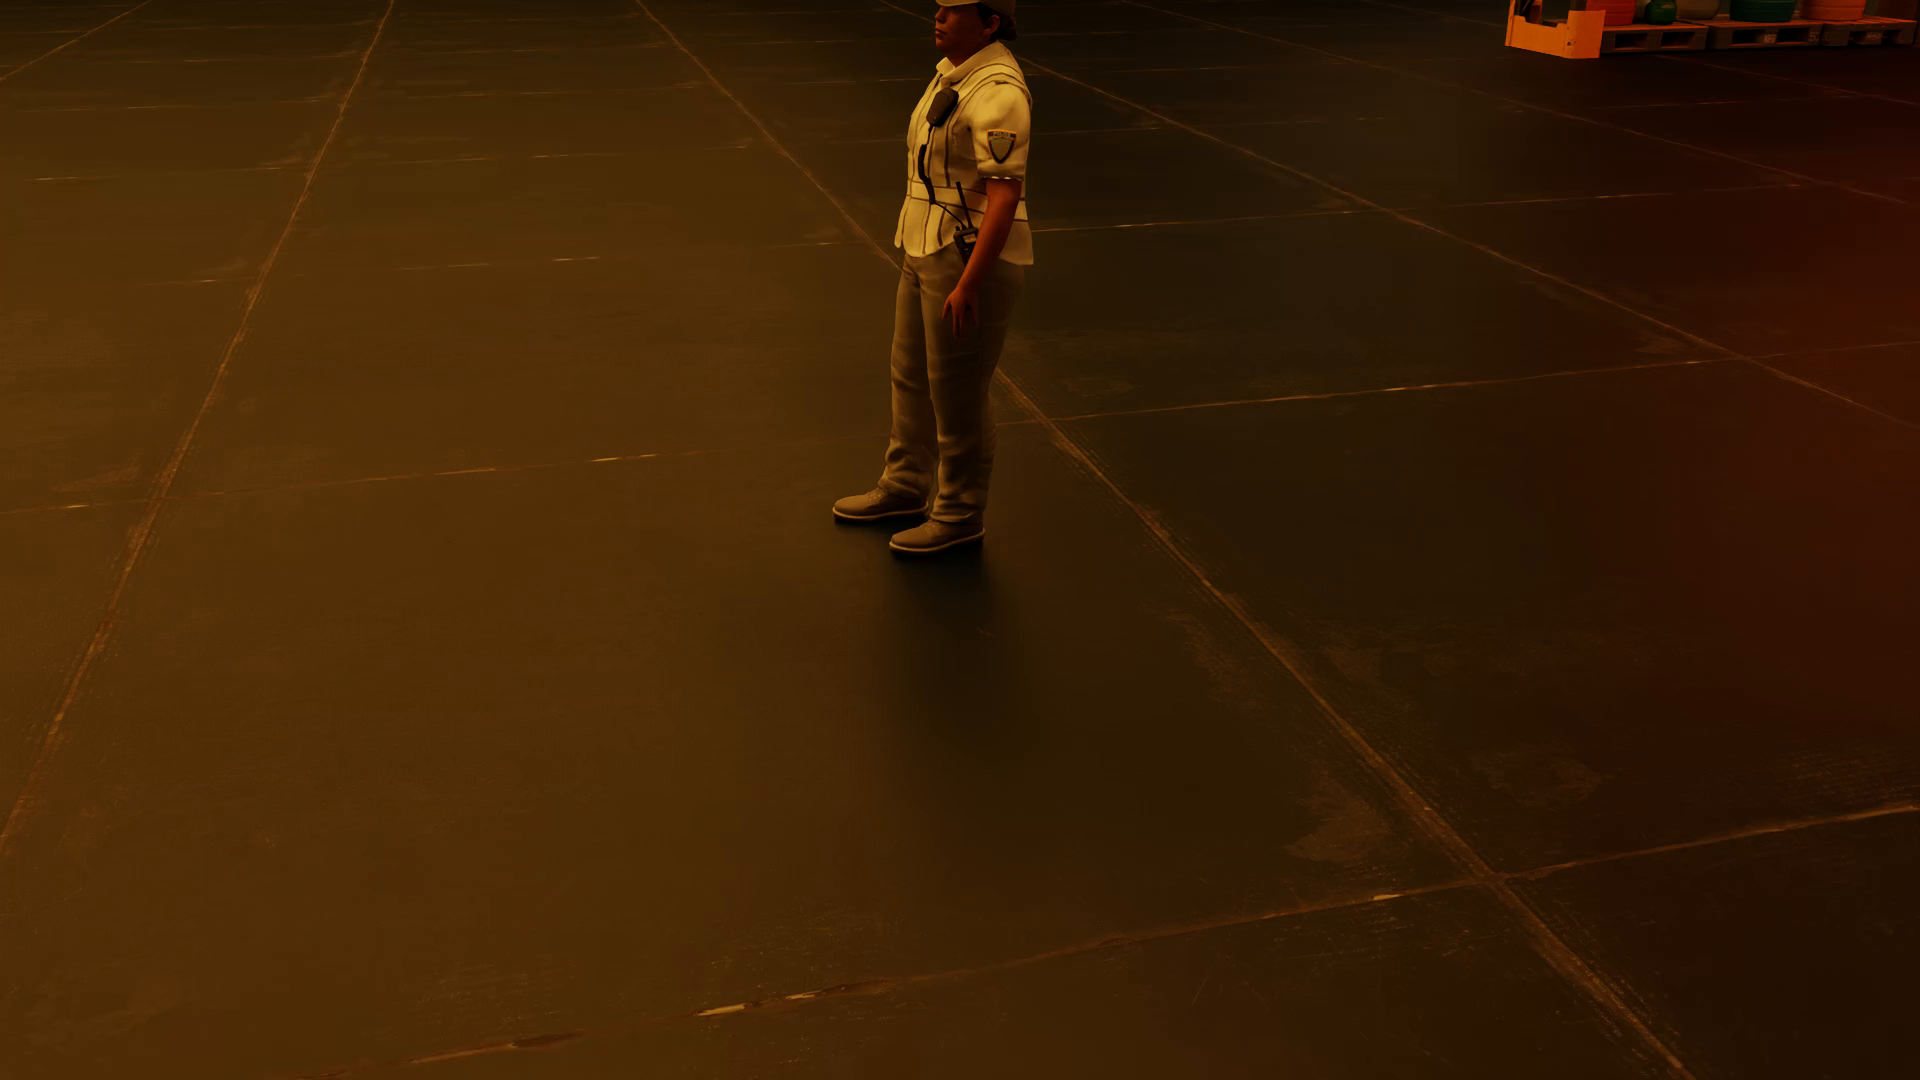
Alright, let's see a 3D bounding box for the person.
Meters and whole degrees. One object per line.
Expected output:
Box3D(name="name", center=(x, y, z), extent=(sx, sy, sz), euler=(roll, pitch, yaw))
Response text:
Box3D(name="person", center=(-0.080, -0.774, 4.726), extent=(0.529, 1.670, 0.598), euler=(-6, 24, -14))
